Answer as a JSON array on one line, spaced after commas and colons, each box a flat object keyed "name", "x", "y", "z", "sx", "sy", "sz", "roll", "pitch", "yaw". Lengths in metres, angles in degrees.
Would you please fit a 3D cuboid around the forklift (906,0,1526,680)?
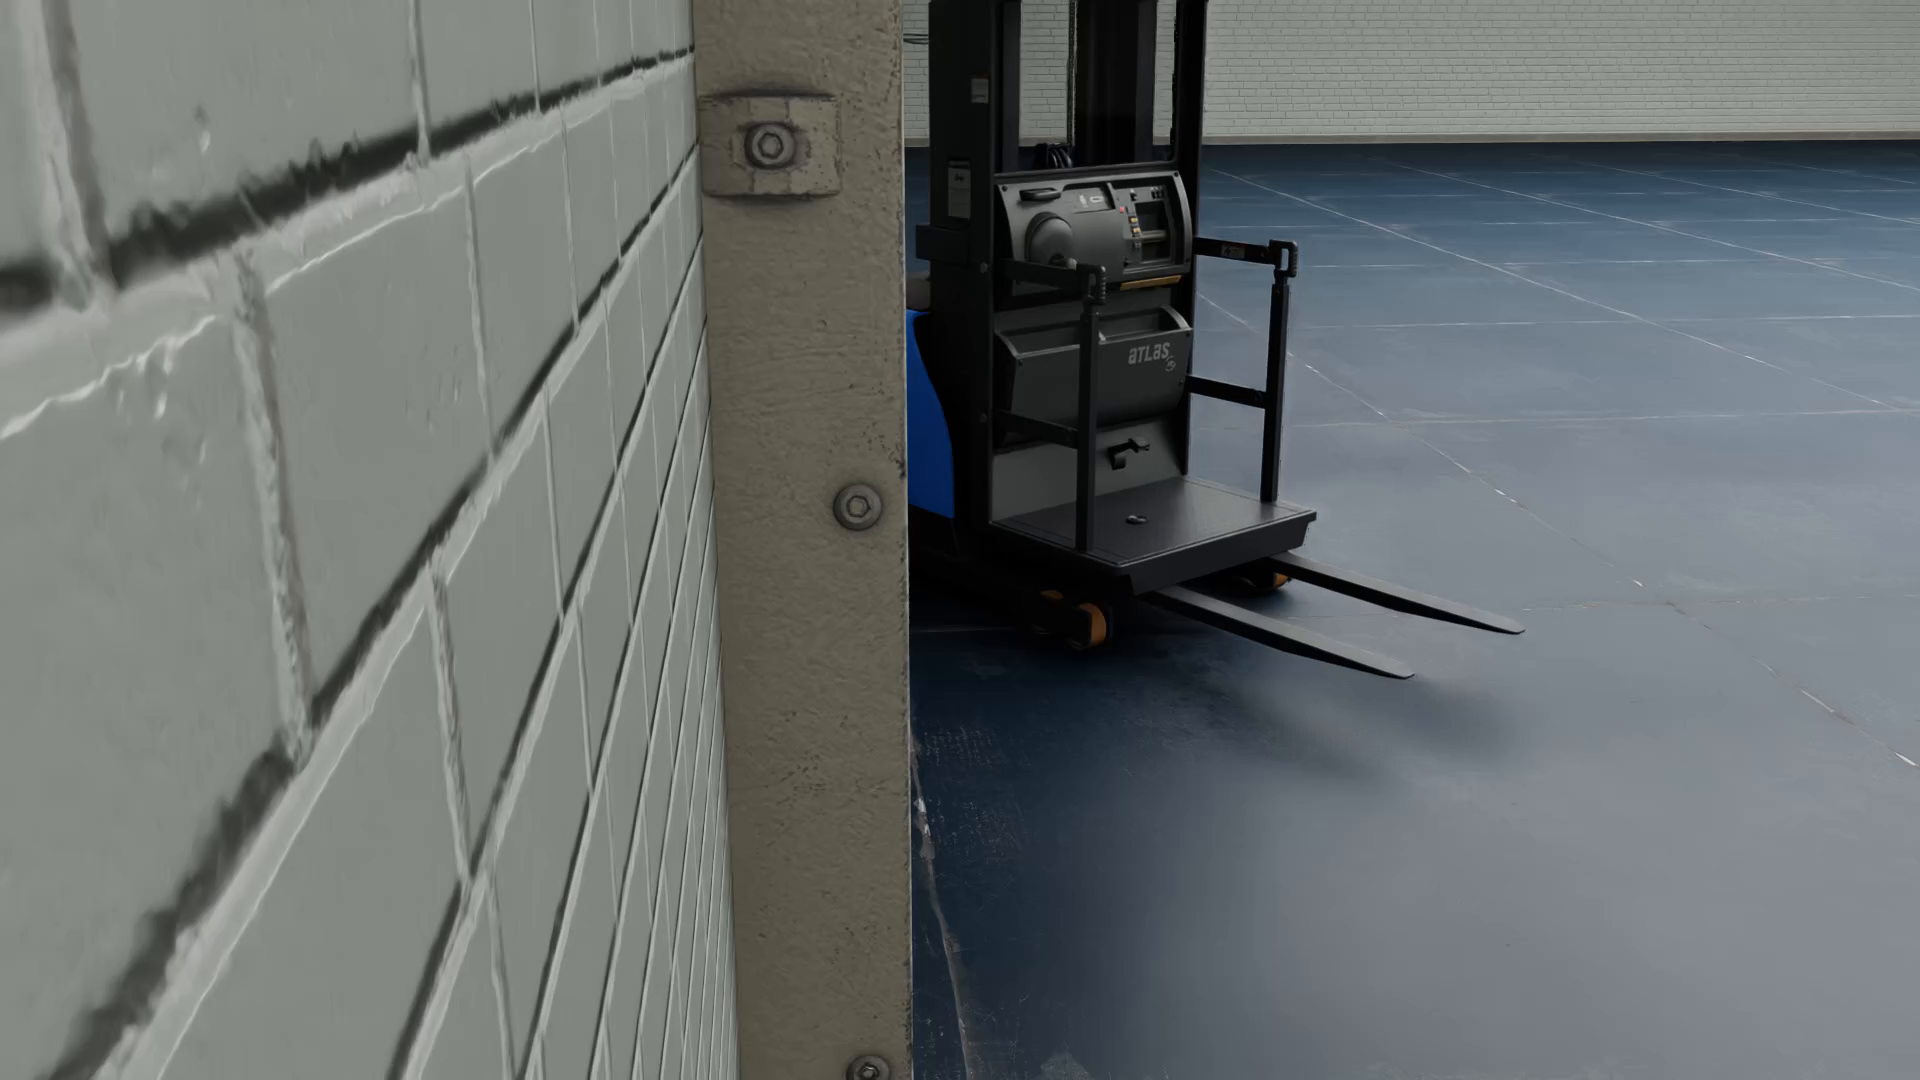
[{"name": "forklift", "x": 0.649, "y": -1.176, "z": 6.029, "sx": 1.130, "sy": 2.935, "sz": 3.031, "roll": -14, "pitch": 22, "yaw": -38}]

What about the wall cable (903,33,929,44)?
[{"name": "wall cable", "x": -1.720, "y": -9.638, "z": 28.036, "sx": 3.097, "sy": 2.526, "sz": 0.112, "roll": -2, "pitch": 18, "yaw": -6}]
